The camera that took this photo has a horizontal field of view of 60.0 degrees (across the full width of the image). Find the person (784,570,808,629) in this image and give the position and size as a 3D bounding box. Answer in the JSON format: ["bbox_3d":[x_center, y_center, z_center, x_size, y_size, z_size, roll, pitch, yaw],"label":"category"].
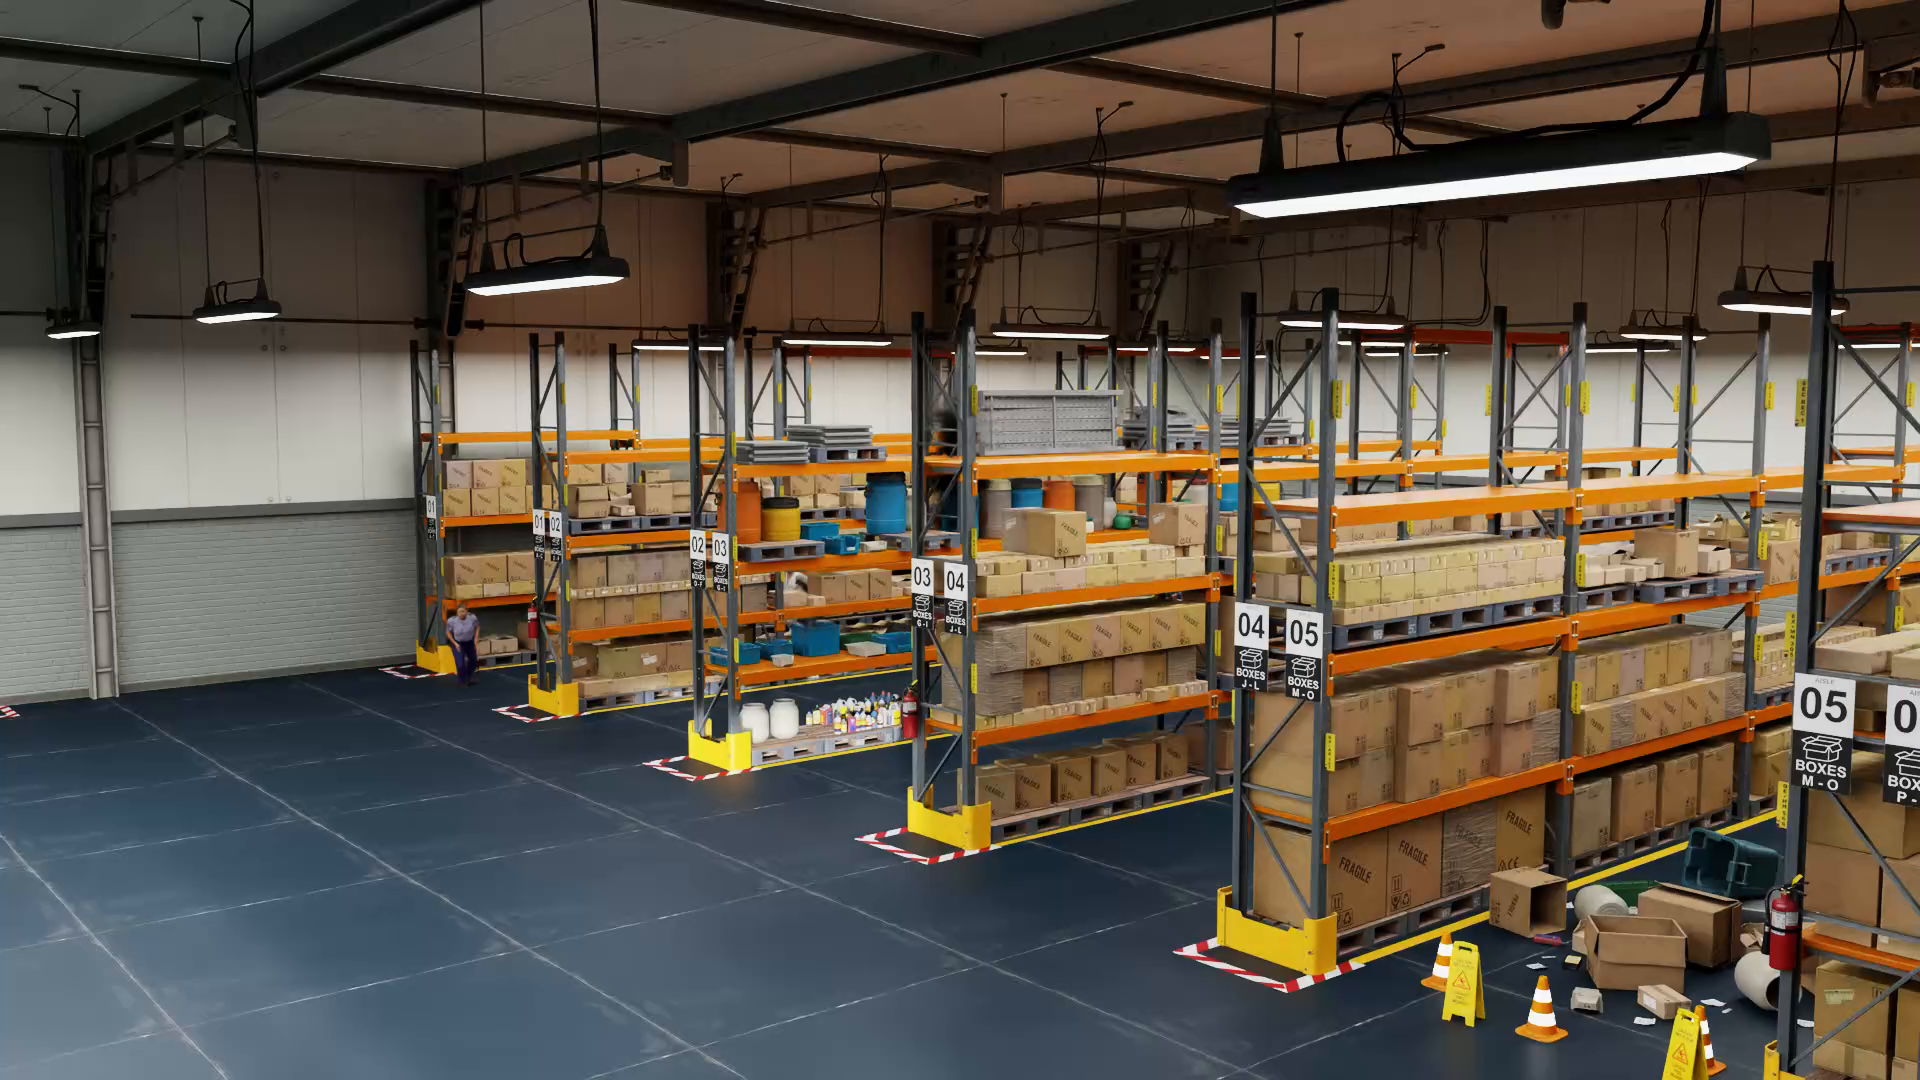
[{"bbox_3d":[-3.319,1.244,32.754,0.639,1.766,0.778,5,7,44],"label":"person"}]

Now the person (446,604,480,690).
[{"bbox_3d":[-8.495,1.797,28.442,0.640,1.509,0.824,-4,6,-35],"label":"person"}]
